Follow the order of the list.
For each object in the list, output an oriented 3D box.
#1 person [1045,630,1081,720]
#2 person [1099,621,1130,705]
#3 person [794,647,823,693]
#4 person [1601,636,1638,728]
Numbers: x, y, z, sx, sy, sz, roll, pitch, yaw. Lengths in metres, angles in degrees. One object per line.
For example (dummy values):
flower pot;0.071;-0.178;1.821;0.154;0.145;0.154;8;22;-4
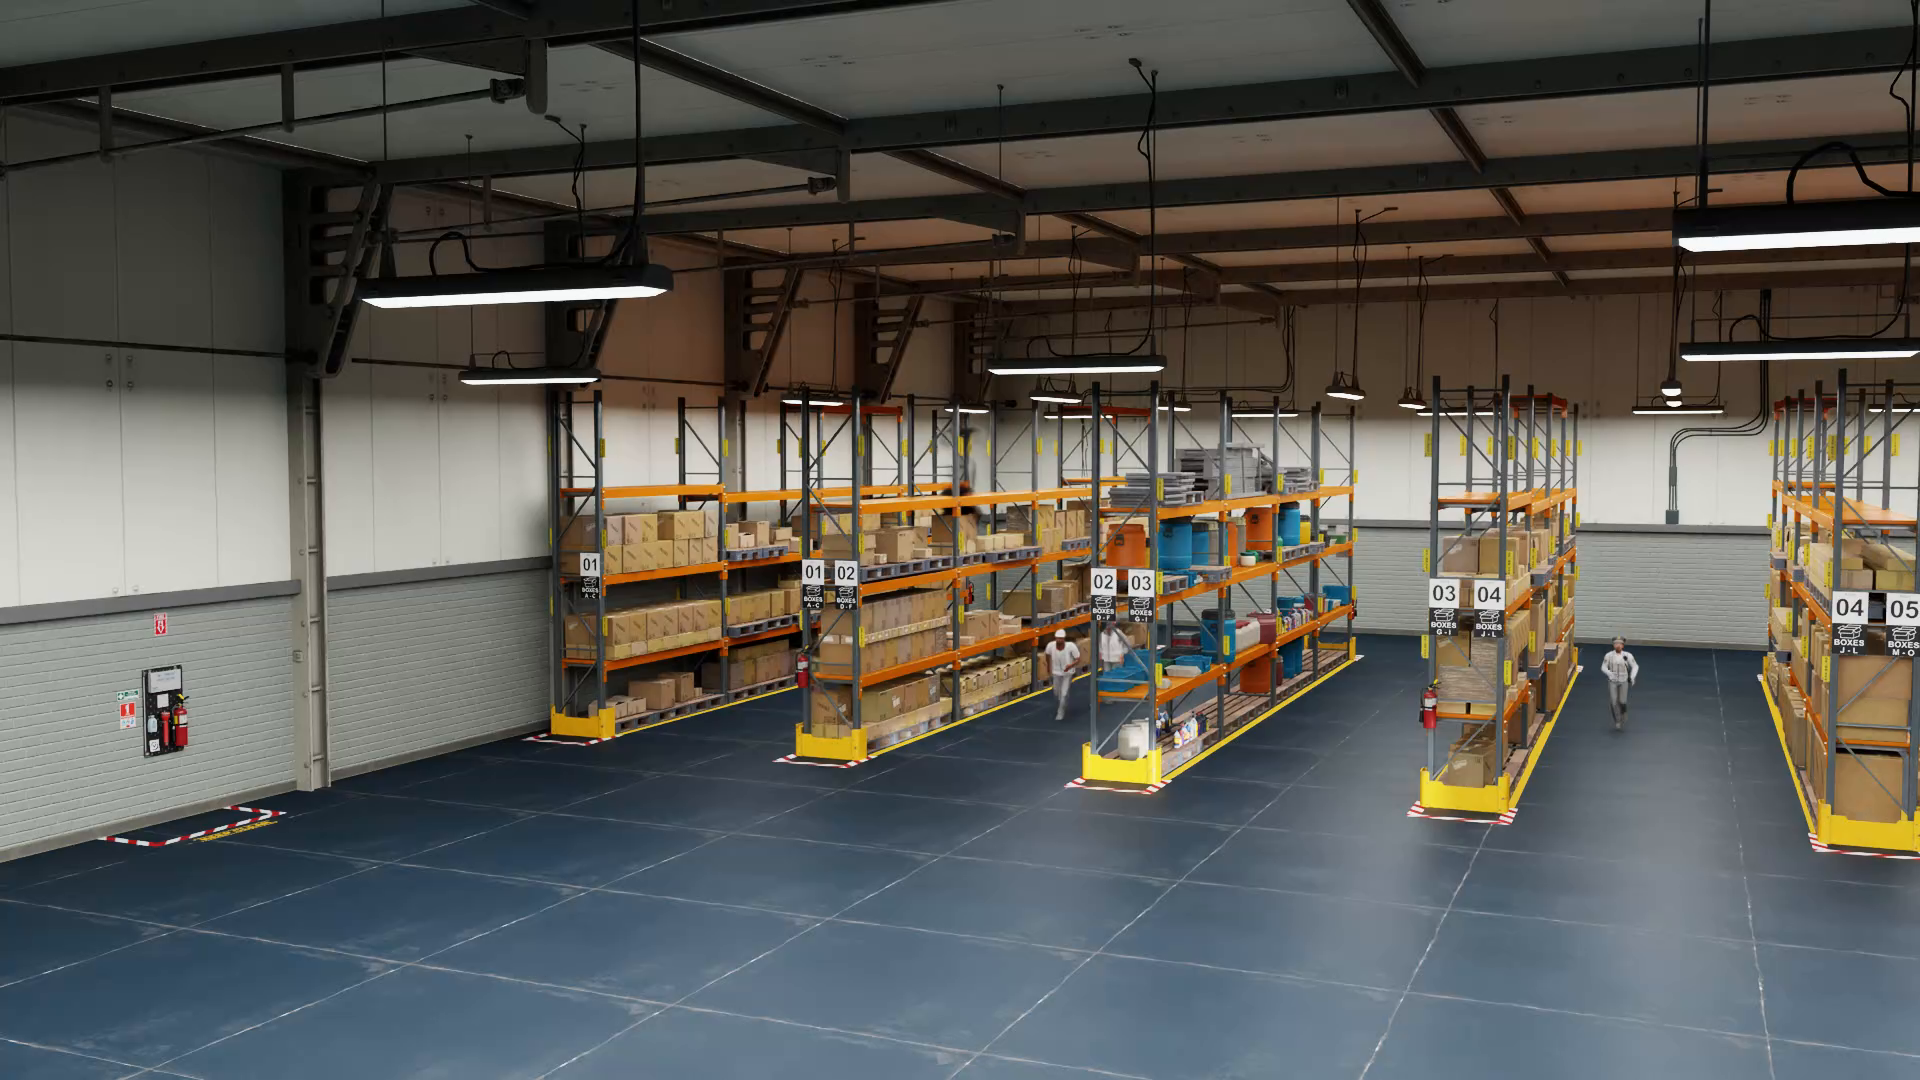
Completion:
person;1.899;2.479;30.734;0.693;1.689;0.782;1;3;14
person;2.974;2.346;32.482;0.675;1.736;0.653;1;3;25
person;-2.694;2.610;29.764;0.605;1.504;0.804;1;3;11
person;11.745;2.539;29.645;0.605;1.659;0.537;2;4;26
